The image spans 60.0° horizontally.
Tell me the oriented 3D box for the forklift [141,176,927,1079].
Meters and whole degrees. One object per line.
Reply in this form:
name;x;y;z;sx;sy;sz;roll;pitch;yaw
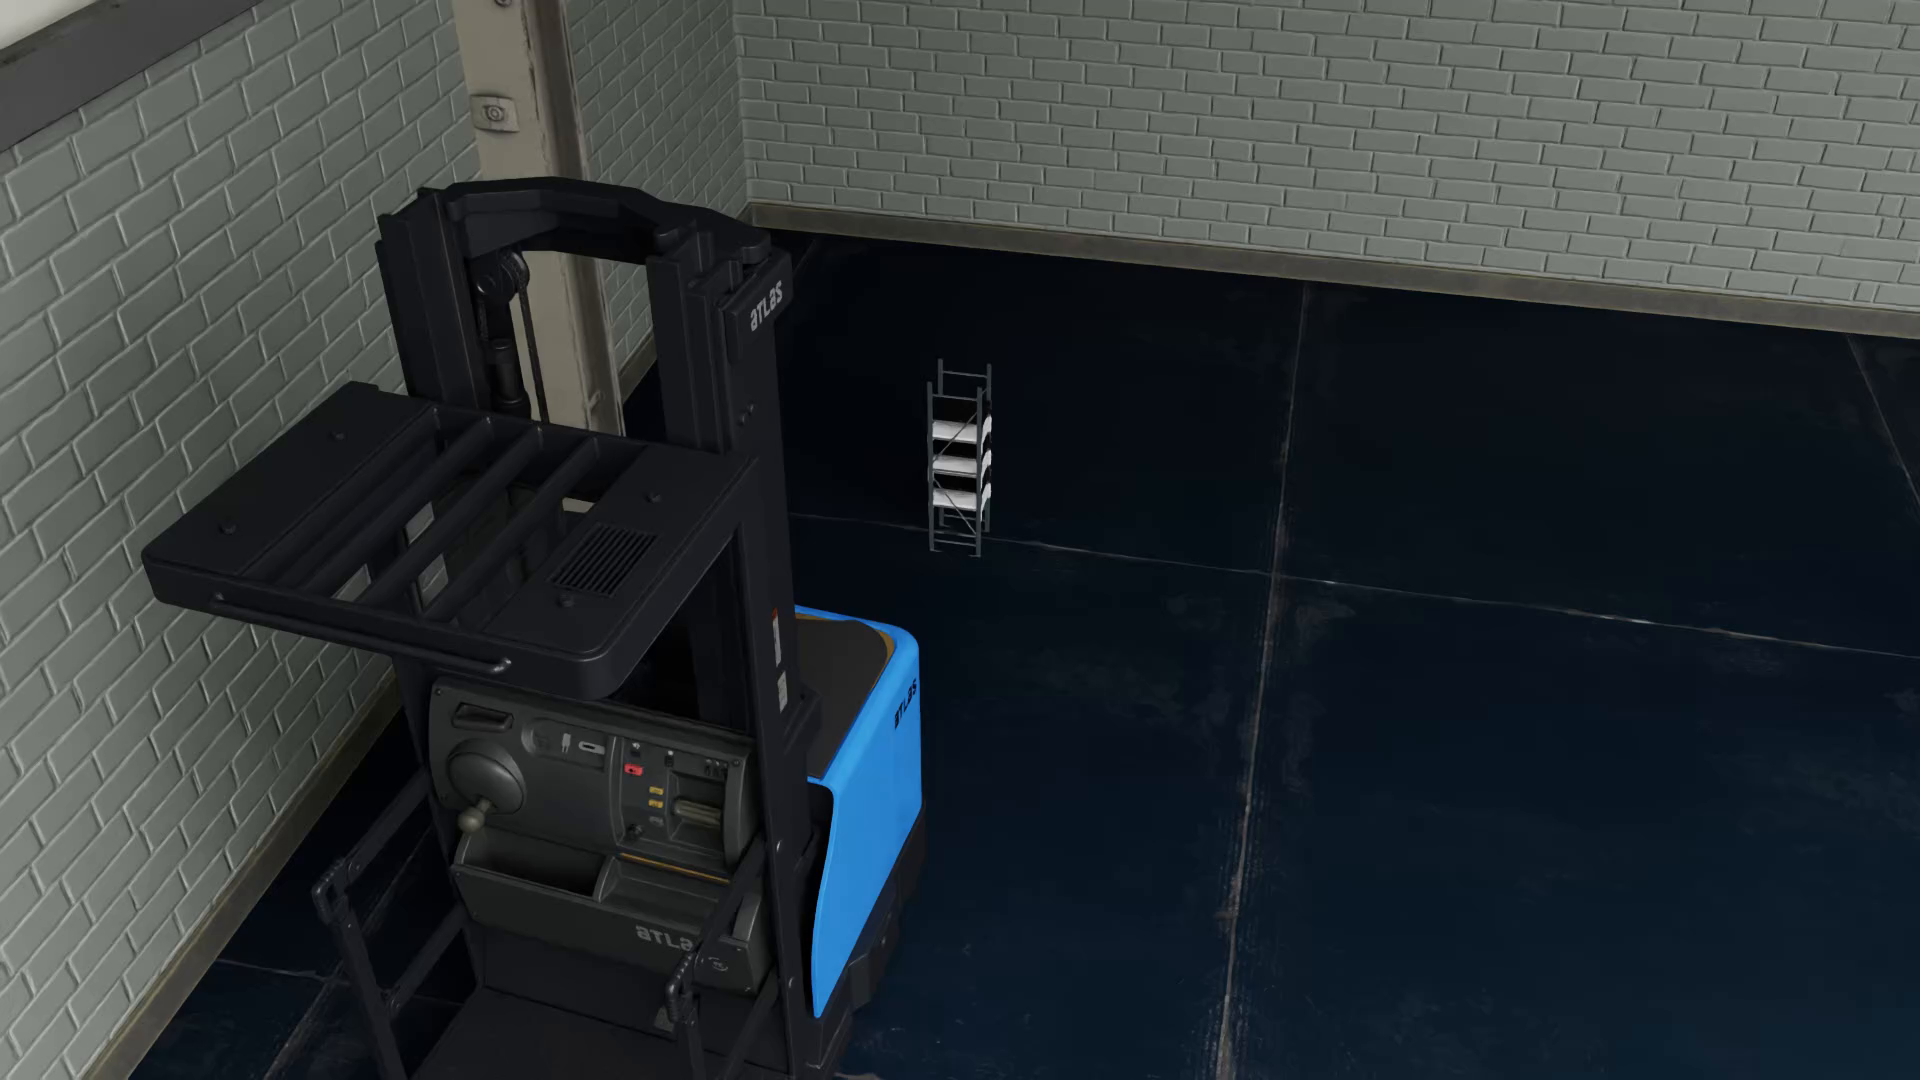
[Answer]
forklift;-1.066;0.711;4.271;1.130;2.935;3.031;11;37;15

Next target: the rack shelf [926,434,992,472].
rack shelf;-0.002;-0.406;7.446;0.258;0.077;0.200;7;37;10

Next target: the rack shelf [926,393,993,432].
rack shelf;-0.002;-0.551;7.341;0.258;0.077;0.200;7;37;10

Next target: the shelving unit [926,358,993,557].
shelving unit;-0.002;-0.360;7.479;0.258;0.900;0.210;7;37;10

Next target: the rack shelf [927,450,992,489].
rack shelf;-0.002;-0.333;7.499;0.258;0.077;0.200;7;37;10

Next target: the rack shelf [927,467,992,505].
rack shelf;-0.002;-0.260;7.552;0.258;0.077;0.200;7;37;10

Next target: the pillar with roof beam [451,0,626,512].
pillar with roof beam;2.387;-3.361;4.719;9.100;9.000;0.400;7;37;10

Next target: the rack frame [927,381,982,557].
rack frame;-0.023;-0.301;7.399;0.240;0.900;0.006;7;37;10

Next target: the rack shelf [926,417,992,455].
rack shelf;-0.002;-0.478;7.393;0.258;0.077;0.200;7;37;10

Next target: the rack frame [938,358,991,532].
rack frame;0.020;-0.418;7.560;0.240;0.900;0.006;7;37;10

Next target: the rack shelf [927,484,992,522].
rack shelf;-0.002;-0.187;7.605;0.258;0.077;0.200;7;37;10
